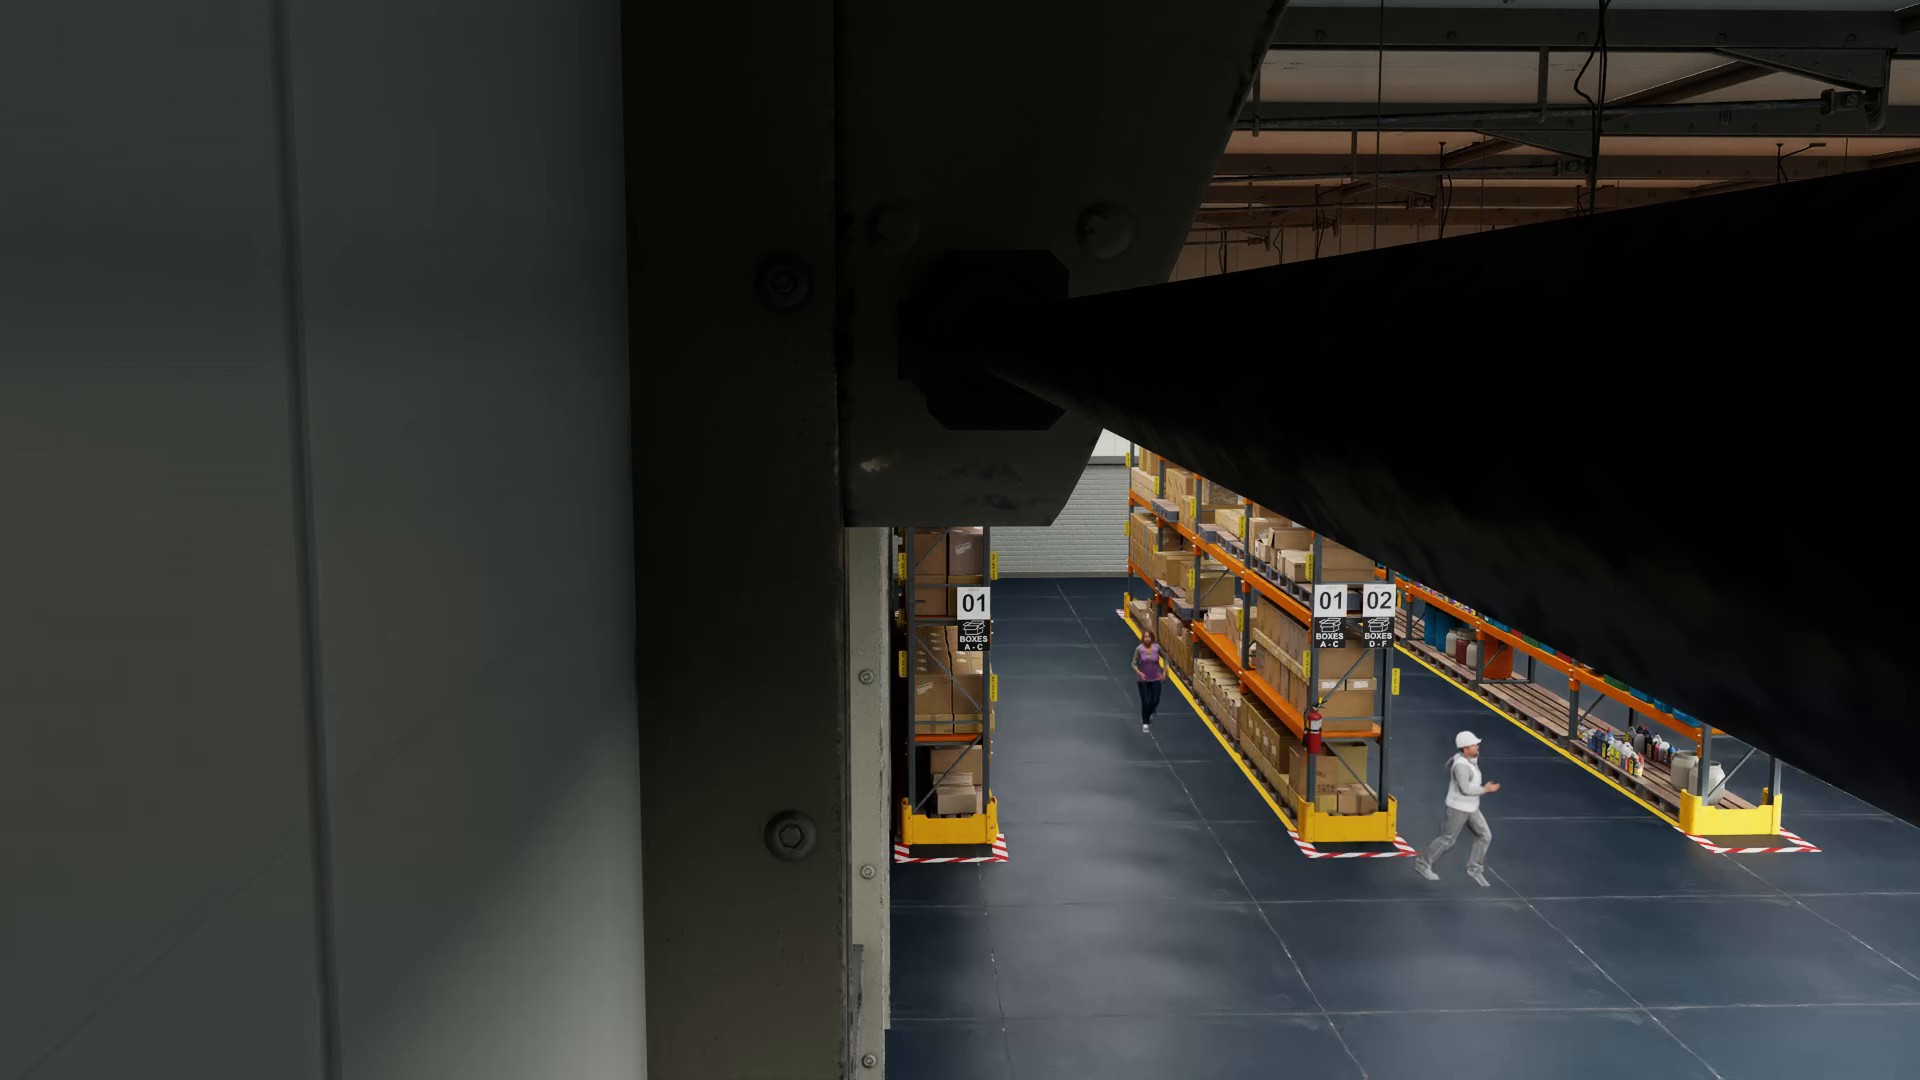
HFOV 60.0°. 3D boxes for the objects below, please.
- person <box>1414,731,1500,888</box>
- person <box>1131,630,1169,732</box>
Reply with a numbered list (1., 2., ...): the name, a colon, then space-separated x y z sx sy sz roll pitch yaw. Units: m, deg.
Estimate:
1. person: 5.663 3.048 18.877 0.897 1.820 0.665 4 8 27
2. person: 2.830 2.111 24.765 0.560 1.565 0.555 0 7 4
